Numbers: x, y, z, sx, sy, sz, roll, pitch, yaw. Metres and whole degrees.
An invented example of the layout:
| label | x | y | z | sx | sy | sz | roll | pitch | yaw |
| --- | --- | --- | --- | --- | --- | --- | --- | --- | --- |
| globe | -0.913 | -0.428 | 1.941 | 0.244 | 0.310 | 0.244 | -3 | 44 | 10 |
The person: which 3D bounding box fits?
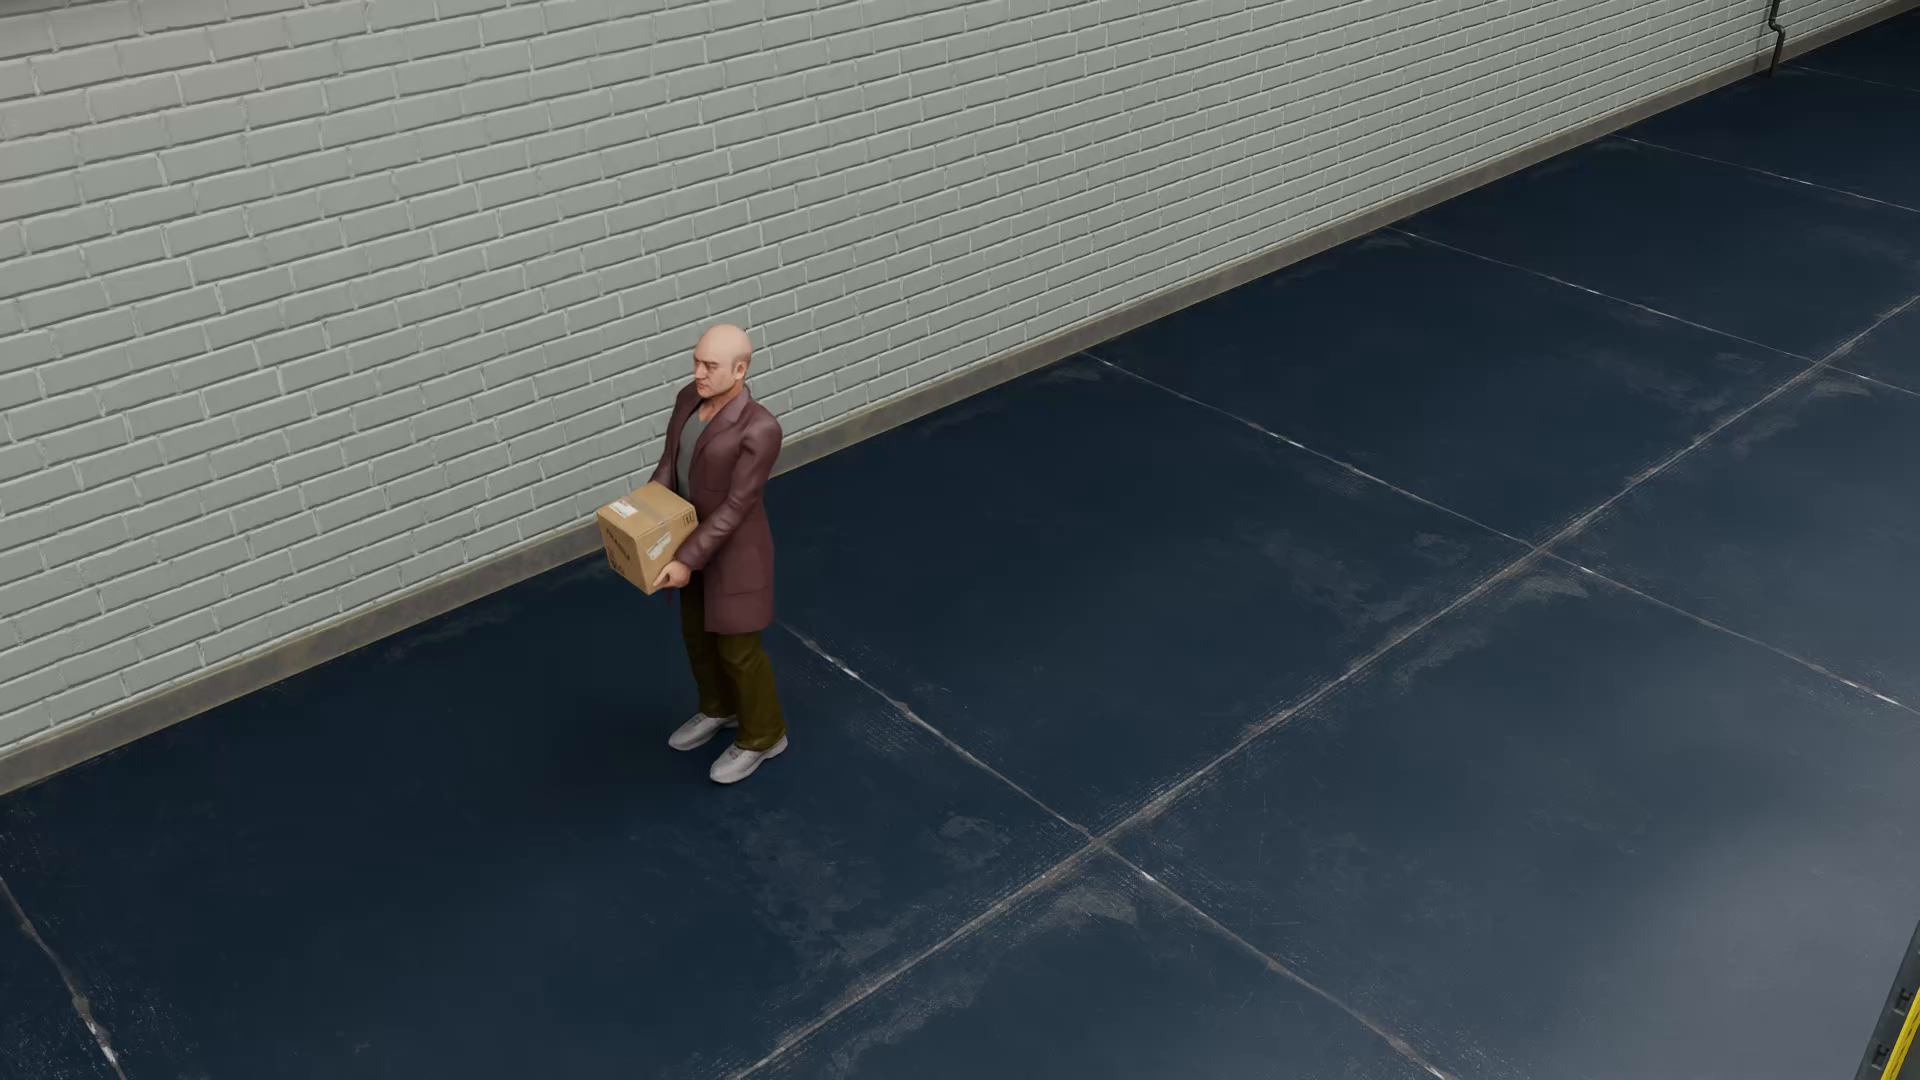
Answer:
| label | x | y | z | sx | sy | sz | roll | pitch | yaw |
| --- | --- | --- | --- | --- | --- | --- | --- | --- | --- |
| person | -0.939 | 0.083 | 6.018 | 0.550 | 1.773 | 0.529 | -25 | 39 | -35 |
